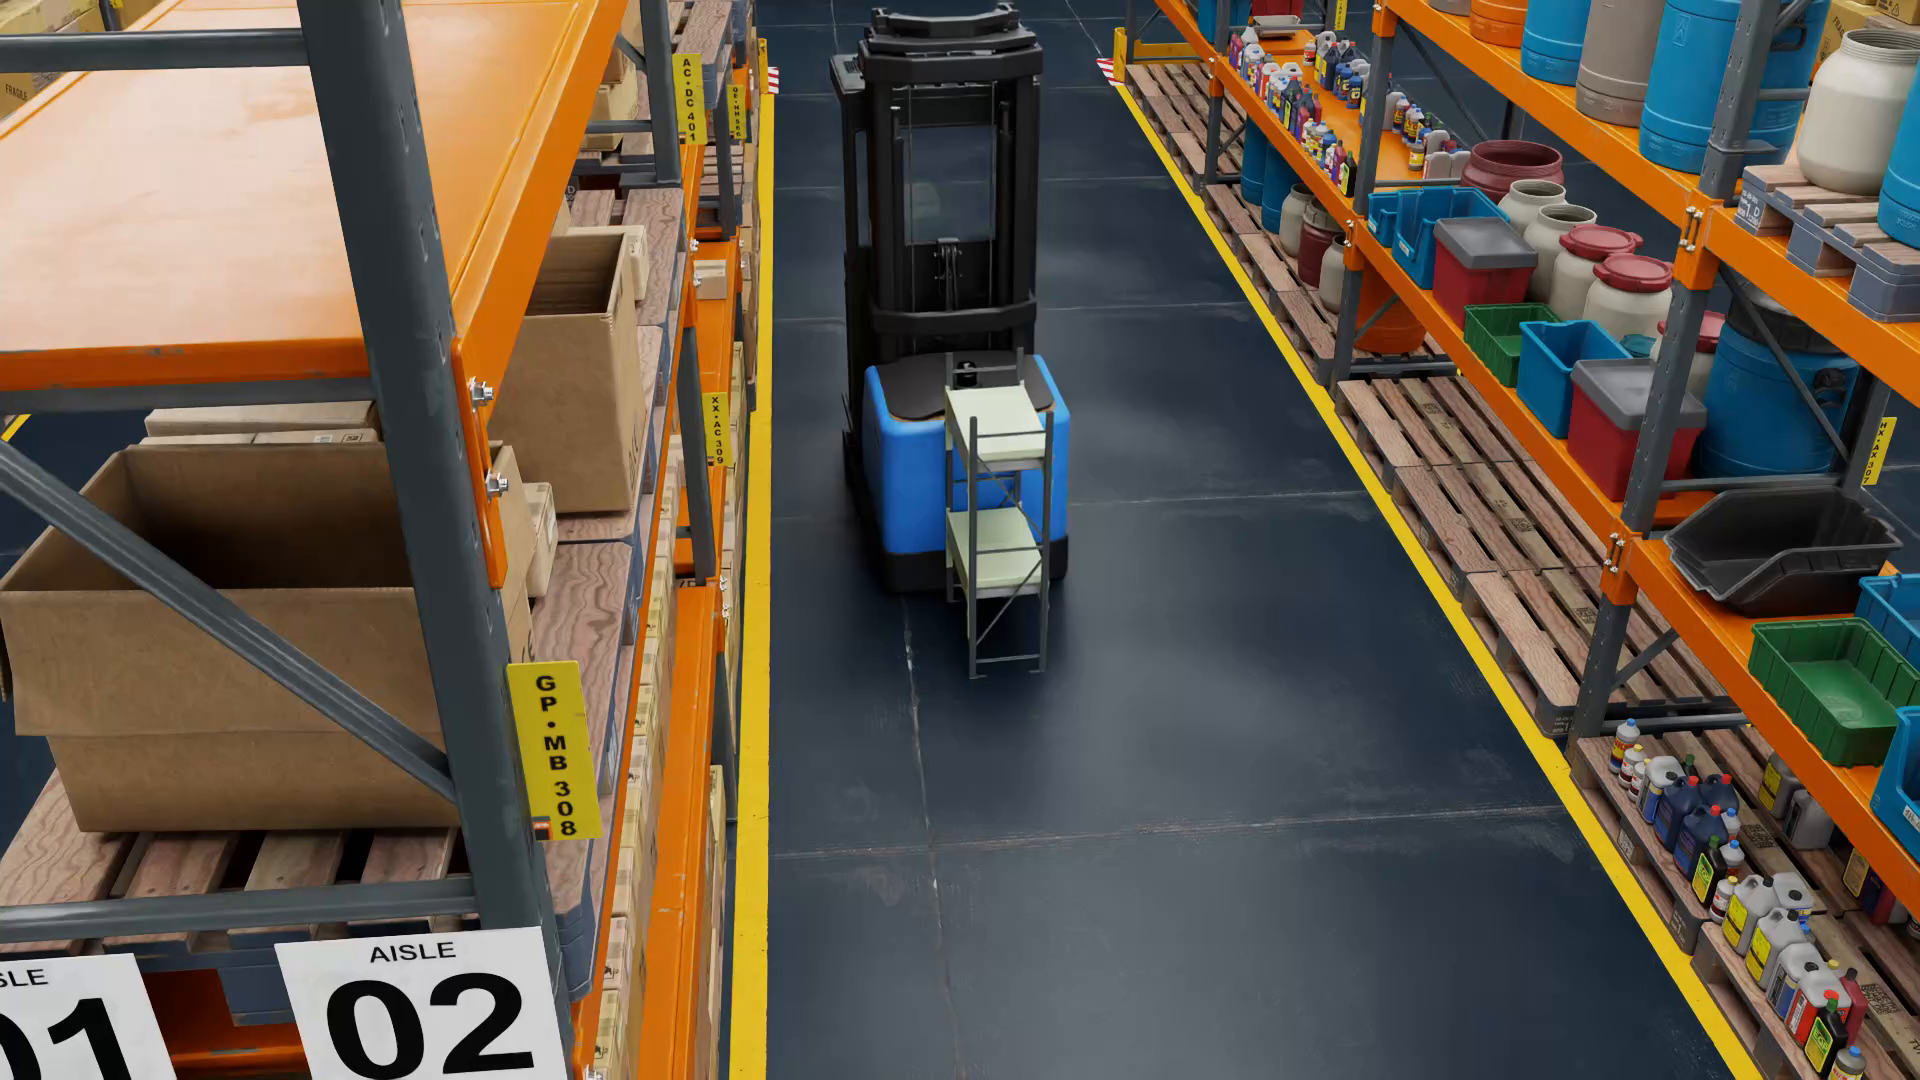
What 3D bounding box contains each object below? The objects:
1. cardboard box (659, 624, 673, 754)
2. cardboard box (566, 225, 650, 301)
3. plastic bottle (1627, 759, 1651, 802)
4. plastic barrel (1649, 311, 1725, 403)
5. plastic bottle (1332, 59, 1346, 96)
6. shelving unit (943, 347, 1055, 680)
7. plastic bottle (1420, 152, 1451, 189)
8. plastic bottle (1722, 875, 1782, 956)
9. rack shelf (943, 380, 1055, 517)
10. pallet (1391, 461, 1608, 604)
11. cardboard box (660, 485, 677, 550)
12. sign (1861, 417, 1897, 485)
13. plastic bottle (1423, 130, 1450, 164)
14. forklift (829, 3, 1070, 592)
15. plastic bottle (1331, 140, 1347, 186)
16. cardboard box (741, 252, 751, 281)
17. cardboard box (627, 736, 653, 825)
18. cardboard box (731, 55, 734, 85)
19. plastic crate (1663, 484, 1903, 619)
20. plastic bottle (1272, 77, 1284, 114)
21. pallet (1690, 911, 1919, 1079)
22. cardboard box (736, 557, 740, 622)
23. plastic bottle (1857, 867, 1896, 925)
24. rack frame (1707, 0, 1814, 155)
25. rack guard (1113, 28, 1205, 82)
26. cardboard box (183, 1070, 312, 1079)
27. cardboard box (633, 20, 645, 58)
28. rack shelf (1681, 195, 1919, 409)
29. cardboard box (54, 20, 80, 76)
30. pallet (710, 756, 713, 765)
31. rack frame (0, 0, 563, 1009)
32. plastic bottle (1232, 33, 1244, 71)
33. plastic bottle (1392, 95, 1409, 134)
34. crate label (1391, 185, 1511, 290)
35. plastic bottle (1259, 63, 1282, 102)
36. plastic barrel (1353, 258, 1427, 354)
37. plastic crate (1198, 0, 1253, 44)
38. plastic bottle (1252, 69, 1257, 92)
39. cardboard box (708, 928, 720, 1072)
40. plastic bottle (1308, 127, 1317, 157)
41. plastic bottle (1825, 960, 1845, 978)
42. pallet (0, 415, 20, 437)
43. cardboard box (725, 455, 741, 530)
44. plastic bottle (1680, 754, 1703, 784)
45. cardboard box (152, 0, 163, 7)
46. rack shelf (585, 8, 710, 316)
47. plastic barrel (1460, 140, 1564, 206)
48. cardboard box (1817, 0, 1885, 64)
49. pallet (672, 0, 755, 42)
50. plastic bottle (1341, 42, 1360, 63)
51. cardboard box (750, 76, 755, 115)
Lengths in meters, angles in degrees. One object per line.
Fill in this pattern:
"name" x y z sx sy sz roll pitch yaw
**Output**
"cardboard box" -1.417 0.445 5.983 0.700 0.500 0.500 -3 31 -5
"cardboard box" -1.135 -0.825 4.980 0.380 0.149 0.250 -3 31 -5
"plastic bottle" 3.024 1.057 7.355 0.097 0.201 0.097 0 31 0
"plastic barrel" 3.541 -0.800 8.032 0.433 0.535 0.433 0 31 0
"plastic bottle" 2.982 -3.627 13.022 0.097 0.271 0.097 0 31 0
"shelving unit" 0.185 -0.132 8.509 0.431 1.500 0.755 -5 31 -8
"plastic bottle" 3.168 -2.461 11.066 0.152 0.276 0.135 -3 31 -5
"plastic bottle" 3.131 1.451 6.550 0.144 0.351 0.185 -3 31 -5
"rack shelf" 0.185 -0.467 8.309 0.431 0.370 0.720 -5 31 -8
"pallet" 3.183 -0.069 9.660 1.003 0.211 1.213 -3 31 -5
"cardboard box" -1.261 -0.074 6.219 0.380 0.149 0.250 -3 31 -6
"sign" 3.960 -0.382 7.195 0.100 0.325 0.005 -3 31 -5
"plastic bottle" 3.276 -2.704 11.474 0.152 0.276 0.135 -3 31 -5
"forklift" -0.145 -1.712 9.759 1.130 2.935 3.031 -5 31 -8
"plastic bottle" 2.554 -2.539 11.189 0.061 0.283 0.133 -3 31 -5
"cardboard box" -1.707 -1.678 11.644 0.500 0.500 0.500 -4 31 -6
"cardboard box" -1.112 0.718 4.893 0.380 0.149 0.250 -2 31 -4
"cardboard box" -2.041 -3.416 12.037 0.700 0.500 0.500 -11 32 -17
"plastic crate" 3.334 0.057 6.790 0.767 0.338 0.504 -3 31 -5
"plastic bottle" 2.420 -3.366 12.585 0.097 0.271 0.097 0 31 0
"pallet" 3.550 1.924 6.324 1.003 0.211 1.213 -3 31 -5
"cardboard box" -1.409 0.250 8.679 0.500 0.250 0.500 -4 31 -6
"plastic bottle" 3.712 1.401 6.700 0.061 0.283 0.133 -3 31 -5
"rack frame" 3.412 -2.818 5.693 1.000 3.000 0.127 -3 31 -5
"rack guard" 2.275 -5.308 18.149 1.175 0.500 0.348 -3 31 -5
"cardboard box" -1.182 1.169 3.505 0.700 0.500 0.500 -3 31 -4
"cardboard box" -1.638 -2.390 7.638 0.500 0.250 0.500 -5 31 -9
"rack shelf" 3.599 -0.201 4.937 1.077 0.370 4.000 -3 31 -5
"cardboard box" -6.848 -3.548 12.358 0.500 0.500 0.500 -3 31 -4
"pallet" -1.628 0.816 8.179 1.003 0.211 1.213 -3 31 -5
"rack frame" -1.147 -0.541 1.880 1.000 3.000 0.127 -3 31 -5
"plastic bottle" 2.286 -4.001 13.638 0.061 0.283 0.133 -3 31 -5
"plastic bottle" 3.228 -3.116 12.168 0.097 0.271 0.097 0 31 0
"crate label" 2.862 -1.780 9.771 0.502 0.435 0.616 -3 31 -5
"plastic bottle" 2.415 -3.547 12.884 0.152 0.276 0.135 -3 31 -5
"plastic barrel" 2.975 -1.782 11.516 0.600 0.830 0.708 -3 31 -5
"plastic crate" 2.281 -4.568 14.430 0.392 0.384 0.575 -3 31 -5
"plastic bottle" 2.364 -3.641 13.114 0.097 0.201 0.097 0 31 0
"cardboard box" -1.161 1.729 6.202 0.500 0.250 0.500 -3 31 -5
"plastic bottle" 2.516 -2.812 11.727 0.097 0.201 0.097 0 31 0
"plastic bottle" 3.291 1.679 6.314 0.097 0.201 0.097 0 31 0
"pallet" -6.824 -1.019 11.251 1.003 0.211 1.213 -3 31 -5
"cardboard box" -1.456 -0.256 8.978 0.500 0.311 0.500 -2 31 -3
"plastic bottle" 3.168 1.077 7.243 0.061 0.283 0.133 -3 31 -5
"cardboard box" -7.297 -4.632 14.287 0.980 0.700 0.700 -4 31 -6
"rack shelf" -1.707 -2.007 7.962 1.077 0.370 4.000 -3 31 -5
"plastic barrel" 3.383 -2.121 10.243 0.600 0.536 0.708 -3 31 -5
"cardboard box" 7.437 -4.104 13.598 0.500 0.500 0.500 -3 31 -5
"pallet" -1.742 -2.914 8.963 1.213 0.211 1.003 -1 31 -2
"plastic bottle" 3.093 -3.758 13.165 0.144 0.351 0.185 -3 31 -5
"cardboard box" -2.287 -4.390 16.427 0.500 0.250 0.500 -3 31 -5
